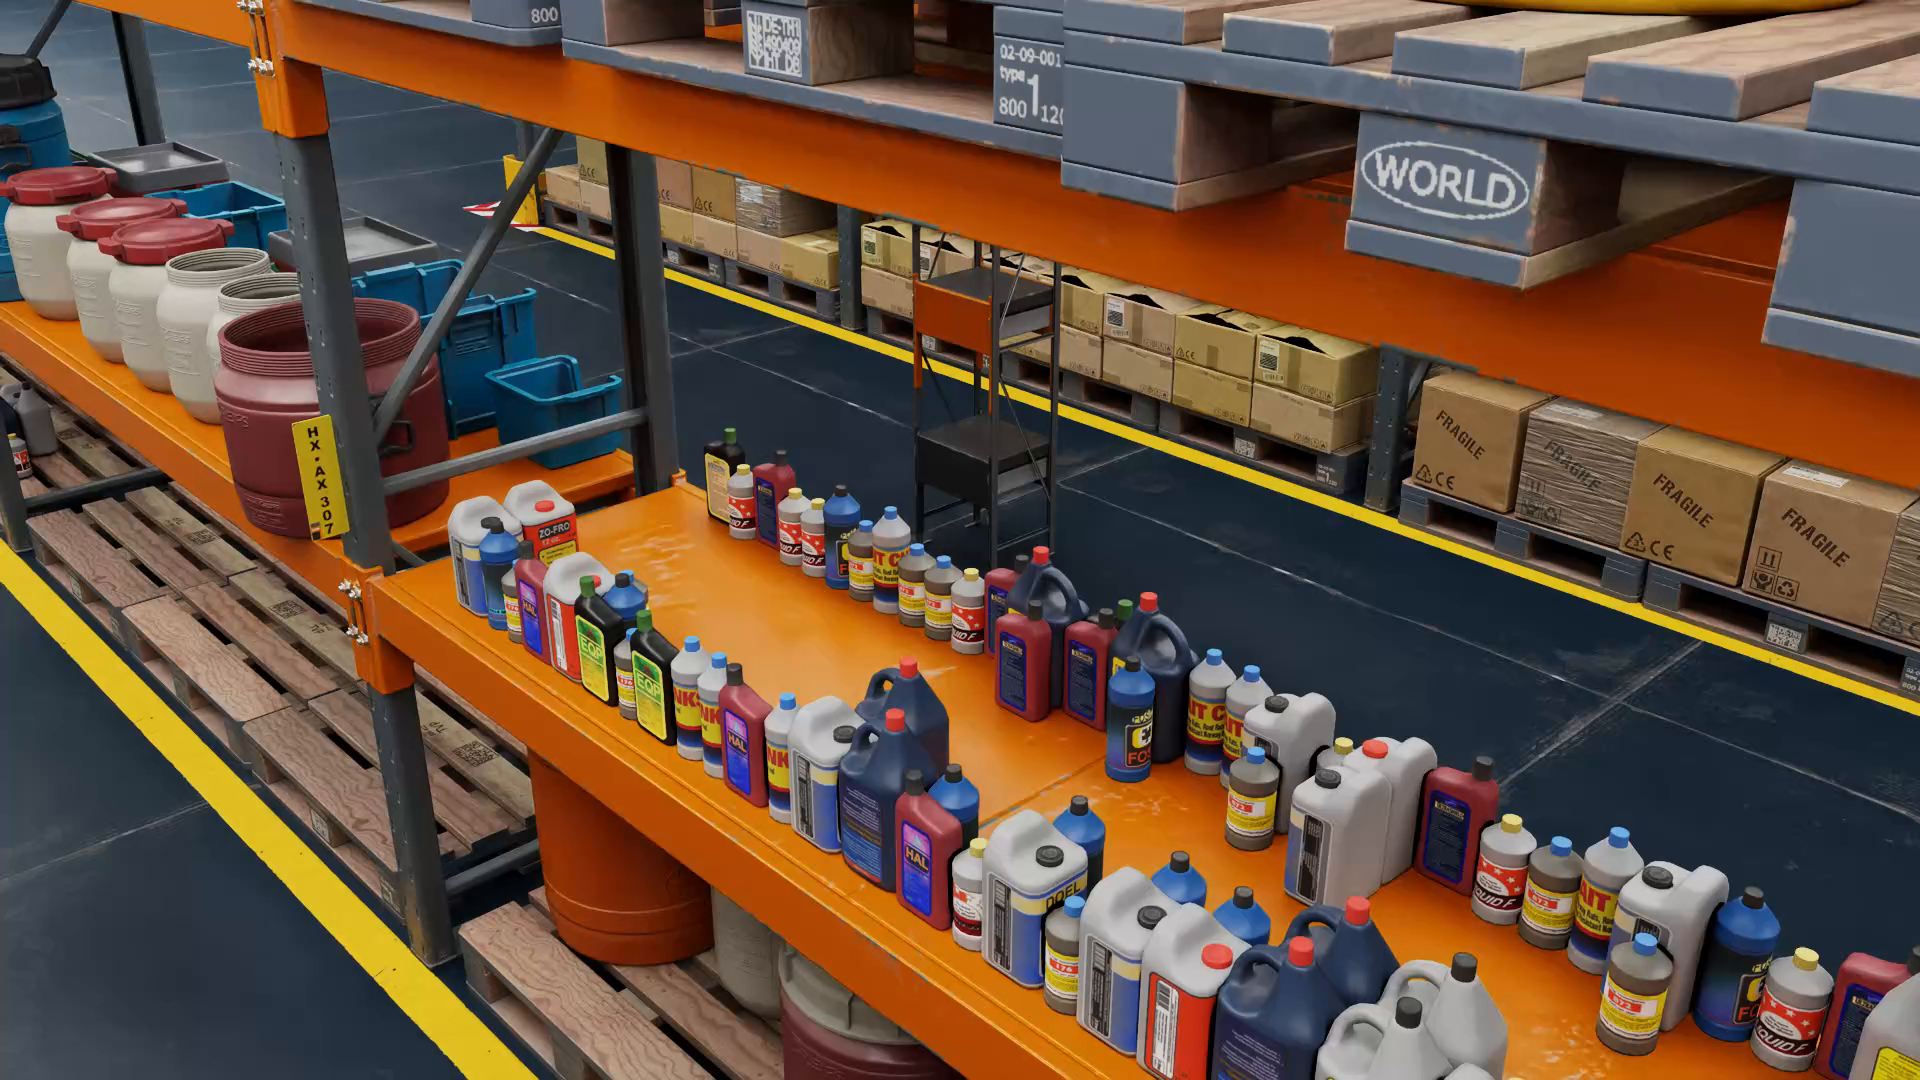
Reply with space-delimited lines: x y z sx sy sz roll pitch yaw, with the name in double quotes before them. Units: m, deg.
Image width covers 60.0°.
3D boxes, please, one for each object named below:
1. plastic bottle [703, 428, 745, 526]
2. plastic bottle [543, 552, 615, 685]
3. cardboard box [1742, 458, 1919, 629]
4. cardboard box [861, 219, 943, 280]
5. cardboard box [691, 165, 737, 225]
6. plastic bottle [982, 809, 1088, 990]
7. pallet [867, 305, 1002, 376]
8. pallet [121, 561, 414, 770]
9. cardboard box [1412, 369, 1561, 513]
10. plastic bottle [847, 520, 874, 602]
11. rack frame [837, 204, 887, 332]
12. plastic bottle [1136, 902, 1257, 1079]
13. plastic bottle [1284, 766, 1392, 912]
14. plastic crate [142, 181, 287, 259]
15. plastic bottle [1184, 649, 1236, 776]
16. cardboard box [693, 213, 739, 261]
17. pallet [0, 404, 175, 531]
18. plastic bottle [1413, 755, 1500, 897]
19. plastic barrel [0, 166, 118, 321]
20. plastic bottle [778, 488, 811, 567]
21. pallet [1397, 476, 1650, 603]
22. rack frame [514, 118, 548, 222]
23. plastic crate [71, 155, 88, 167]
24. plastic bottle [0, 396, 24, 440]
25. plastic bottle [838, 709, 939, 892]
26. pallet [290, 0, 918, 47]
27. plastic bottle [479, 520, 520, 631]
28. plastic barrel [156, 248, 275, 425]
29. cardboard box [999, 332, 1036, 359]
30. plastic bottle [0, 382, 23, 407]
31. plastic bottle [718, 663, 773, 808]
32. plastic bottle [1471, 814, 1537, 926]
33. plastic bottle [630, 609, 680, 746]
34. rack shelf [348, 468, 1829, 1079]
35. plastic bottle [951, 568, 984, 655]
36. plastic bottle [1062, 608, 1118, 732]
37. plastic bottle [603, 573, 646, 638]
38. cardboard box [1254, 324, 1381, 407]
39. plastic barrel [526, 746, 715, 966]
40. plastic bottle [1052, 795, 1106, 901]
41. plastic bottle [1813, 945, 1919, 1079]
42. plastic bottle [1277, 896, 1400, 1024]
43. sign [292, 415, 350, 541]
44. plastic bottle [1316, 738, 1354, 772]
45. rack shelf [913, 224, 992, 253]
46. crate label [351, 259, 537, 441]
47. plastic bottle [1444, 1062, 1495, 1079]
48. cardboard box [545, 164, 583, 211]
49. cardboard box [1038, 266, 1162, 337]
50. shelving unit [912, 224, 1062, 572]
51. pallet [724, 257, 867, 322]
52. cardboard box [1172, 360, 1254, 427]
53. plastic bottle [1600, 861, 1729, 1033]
"plastic bottle" -0.662 -0.188 4.688 0.061 0.283 0.133 -21 32 -38
"plastic bottle" -0.874 0.177 3.897 0.152 0.276 0.135 -21 32 -38
"cardboard box" 3.533 -0.023 6.669 0.500 0.500 0.500 22 33 40
"cardboard box" -0.265 -1.858 10.339 0.500 0.311 0.500 -21 32 -38
"cardboard box" -1.520 -2.523 11.570 0.500 0.500 0.500 -21 32 -38
"plastic bottle" 0.134 0.624 2.918 0.152 0.276 0.135 -21 32 -38
"pallet" 0.167 -1.378 10.515 1.003 0.211 1.213 -21 32 -38
"pallet" -2.581 0.411 6.595 1.003 0.211 1.213 -21 32 -38
"cardboard box" 2.471 -0.490 7.692 0.500 0.500 0.500 -20 31 -36
"plastic bottle" -0.239 0.048 4.270 0.097 0.201 0.097 0 25 0
"rack frame" -0.365 -2.858 10.401 1.000 3.000 0.127 -21 32 -38
"plastic bottle" 0.384 0.735 2.675 0.152 0.276 0.135 -21 32 -38
"plastic bottle" 0.702 0.540 3.101 0.152 0.276 0.135 -21 32 -38
"plastic crate" -3.003 -1.201 6.788 0.392 0.384 0.575 -21 32 -38
"plastic bottle" 0.529 0.357 3.509 0.097 0.271 0.097 0 25 0
"cardboard box" -1.529 -2.178 11.718 0.500 0.250 0.500 -21 32 -38
"pallet" -4.412 -0.401 8.374 1.003 0.211 1.213 -21 32 -38
"plastic bottle" 0.938 0.521 3.134 0.061 0.283 0.133 -21 32 -38
"plastic barrel" -3.490 -1.164 6.524 0.433 0.535 0.433 0 25 0
"plastic bottle" -0.439 -0.040 4.464 0.097 0.201 0.097 0 25 0
"pallet" 2.851 -0.141 7.804 1.003 0.211 1.213 -21 32 -38
"rack frame" -3.099 -4.070 13.058 1.000 3.000 0.127 -21 32 -38
"plastic crate" -4.249 -1.621 7.763 0.767 0.338 0.504 -21 32 -38
"plastic bottle" -4.634 -0.563 8.031 0.144 0.351 0.185 -22 33 -40
"plastic bottle" -0.136 0.473 3.160 0.144 0.351 0.185 -21 32 -38
"pallet" -0.798 -1.262 3.515 1.003 0.211 1.213 -21 32 -38
"plastic bottle" -1.131 0.082 4.112 0.097 0.271 0.097 0 25 0
"plastic barrel" -2.397 -0.672 5.474 0.421 0.512 0.421 0 25 0
"cardboard box" 0.434 -1.294 9.780 0.500 0.250 0.500 -22 33 -40
"plastic bottle" -4.675 -0.636 8.282 0.152 0.276 0.135 -21 32 -38
"plastic bottle" -0.433 0.397 3.407 0.061 0.283 0.133 -21 32 -38
"plastic bottle" 1.003 0.599 3.063 0.097 0.201 0.097 0 25 0
"plastic bottle" -0.658 0.297 3.625 0.061 0.283 0.133 -21 32 -38
"rack shelf" 0.117 0.691 3.488 1.077 0.370 4.000 -21 32 -38
"plastic bottle" 0.027 0.166 4.011 0.097 0.201 0.097 0 25 0
"plastic bottle" 0.292 0.272 3.680 0.061 0.283 0.133 -21 32 -38
"plastic bottle" -0.770 0.205 3.842 0.097 0.271 0.097 0 25 0
"cardboard box" 1.831 -0.930 8.307 0.500 0.311 0.500 -20 31 -37
"plastic barrel" -0.903 0.697 4.716 0.600 0.830 0.708 -21 32 -38
"plastic bottle" 0.212 0.585 3.009 0.097 0.271 0.097 0 25 0
"plastic bottle" 1.454 0.750 2.632 0.061 0.283 0.133 -21 32 -38
"plastic bottle" 0.596 0.709 2.640 0.144 0.351 0.185 -21 32 -38
"sign" -1.647 -0.158 4.287 0.100 0.325 0.005 -21 32 -38
"plastic bottle" 0.754 0.488 3.305 0.097 0.201 0.097 0 25 0
"rack shelf" 0.113 -1.530 6.919 0.431 0.518 0.480 -21 32 -38
"crate label" -1.731 -0.636 5.488 0.502 0.435 0.616 -21 32 -38
"plastic bottle" 0.729 0.888 2.340 0.152 0.276 0.135 -21 32 -38
"cardboard box" -2.895 -2.785 13.047 0.500 0.250 0.500 -21 32 -38
"cardboard box" 0.787 -1.392 9.319 0.500 0.311 0.500 -20 31 -37
"shelving unit" 0.113 -0.905 7.204 0.431 2.100 0.503 -21 32 -38
"pallet" -0.878 -1.843 11.534 1.003 0.211 1.213 -21 32 -38
"cardboard box" 1.476 -0.832 8.766 0.500 0.250 0.500 -22 32 -39
"plastic bottle" 1.196 0.667 2.824 0.152 0.276 0.135 -21 32 -38
